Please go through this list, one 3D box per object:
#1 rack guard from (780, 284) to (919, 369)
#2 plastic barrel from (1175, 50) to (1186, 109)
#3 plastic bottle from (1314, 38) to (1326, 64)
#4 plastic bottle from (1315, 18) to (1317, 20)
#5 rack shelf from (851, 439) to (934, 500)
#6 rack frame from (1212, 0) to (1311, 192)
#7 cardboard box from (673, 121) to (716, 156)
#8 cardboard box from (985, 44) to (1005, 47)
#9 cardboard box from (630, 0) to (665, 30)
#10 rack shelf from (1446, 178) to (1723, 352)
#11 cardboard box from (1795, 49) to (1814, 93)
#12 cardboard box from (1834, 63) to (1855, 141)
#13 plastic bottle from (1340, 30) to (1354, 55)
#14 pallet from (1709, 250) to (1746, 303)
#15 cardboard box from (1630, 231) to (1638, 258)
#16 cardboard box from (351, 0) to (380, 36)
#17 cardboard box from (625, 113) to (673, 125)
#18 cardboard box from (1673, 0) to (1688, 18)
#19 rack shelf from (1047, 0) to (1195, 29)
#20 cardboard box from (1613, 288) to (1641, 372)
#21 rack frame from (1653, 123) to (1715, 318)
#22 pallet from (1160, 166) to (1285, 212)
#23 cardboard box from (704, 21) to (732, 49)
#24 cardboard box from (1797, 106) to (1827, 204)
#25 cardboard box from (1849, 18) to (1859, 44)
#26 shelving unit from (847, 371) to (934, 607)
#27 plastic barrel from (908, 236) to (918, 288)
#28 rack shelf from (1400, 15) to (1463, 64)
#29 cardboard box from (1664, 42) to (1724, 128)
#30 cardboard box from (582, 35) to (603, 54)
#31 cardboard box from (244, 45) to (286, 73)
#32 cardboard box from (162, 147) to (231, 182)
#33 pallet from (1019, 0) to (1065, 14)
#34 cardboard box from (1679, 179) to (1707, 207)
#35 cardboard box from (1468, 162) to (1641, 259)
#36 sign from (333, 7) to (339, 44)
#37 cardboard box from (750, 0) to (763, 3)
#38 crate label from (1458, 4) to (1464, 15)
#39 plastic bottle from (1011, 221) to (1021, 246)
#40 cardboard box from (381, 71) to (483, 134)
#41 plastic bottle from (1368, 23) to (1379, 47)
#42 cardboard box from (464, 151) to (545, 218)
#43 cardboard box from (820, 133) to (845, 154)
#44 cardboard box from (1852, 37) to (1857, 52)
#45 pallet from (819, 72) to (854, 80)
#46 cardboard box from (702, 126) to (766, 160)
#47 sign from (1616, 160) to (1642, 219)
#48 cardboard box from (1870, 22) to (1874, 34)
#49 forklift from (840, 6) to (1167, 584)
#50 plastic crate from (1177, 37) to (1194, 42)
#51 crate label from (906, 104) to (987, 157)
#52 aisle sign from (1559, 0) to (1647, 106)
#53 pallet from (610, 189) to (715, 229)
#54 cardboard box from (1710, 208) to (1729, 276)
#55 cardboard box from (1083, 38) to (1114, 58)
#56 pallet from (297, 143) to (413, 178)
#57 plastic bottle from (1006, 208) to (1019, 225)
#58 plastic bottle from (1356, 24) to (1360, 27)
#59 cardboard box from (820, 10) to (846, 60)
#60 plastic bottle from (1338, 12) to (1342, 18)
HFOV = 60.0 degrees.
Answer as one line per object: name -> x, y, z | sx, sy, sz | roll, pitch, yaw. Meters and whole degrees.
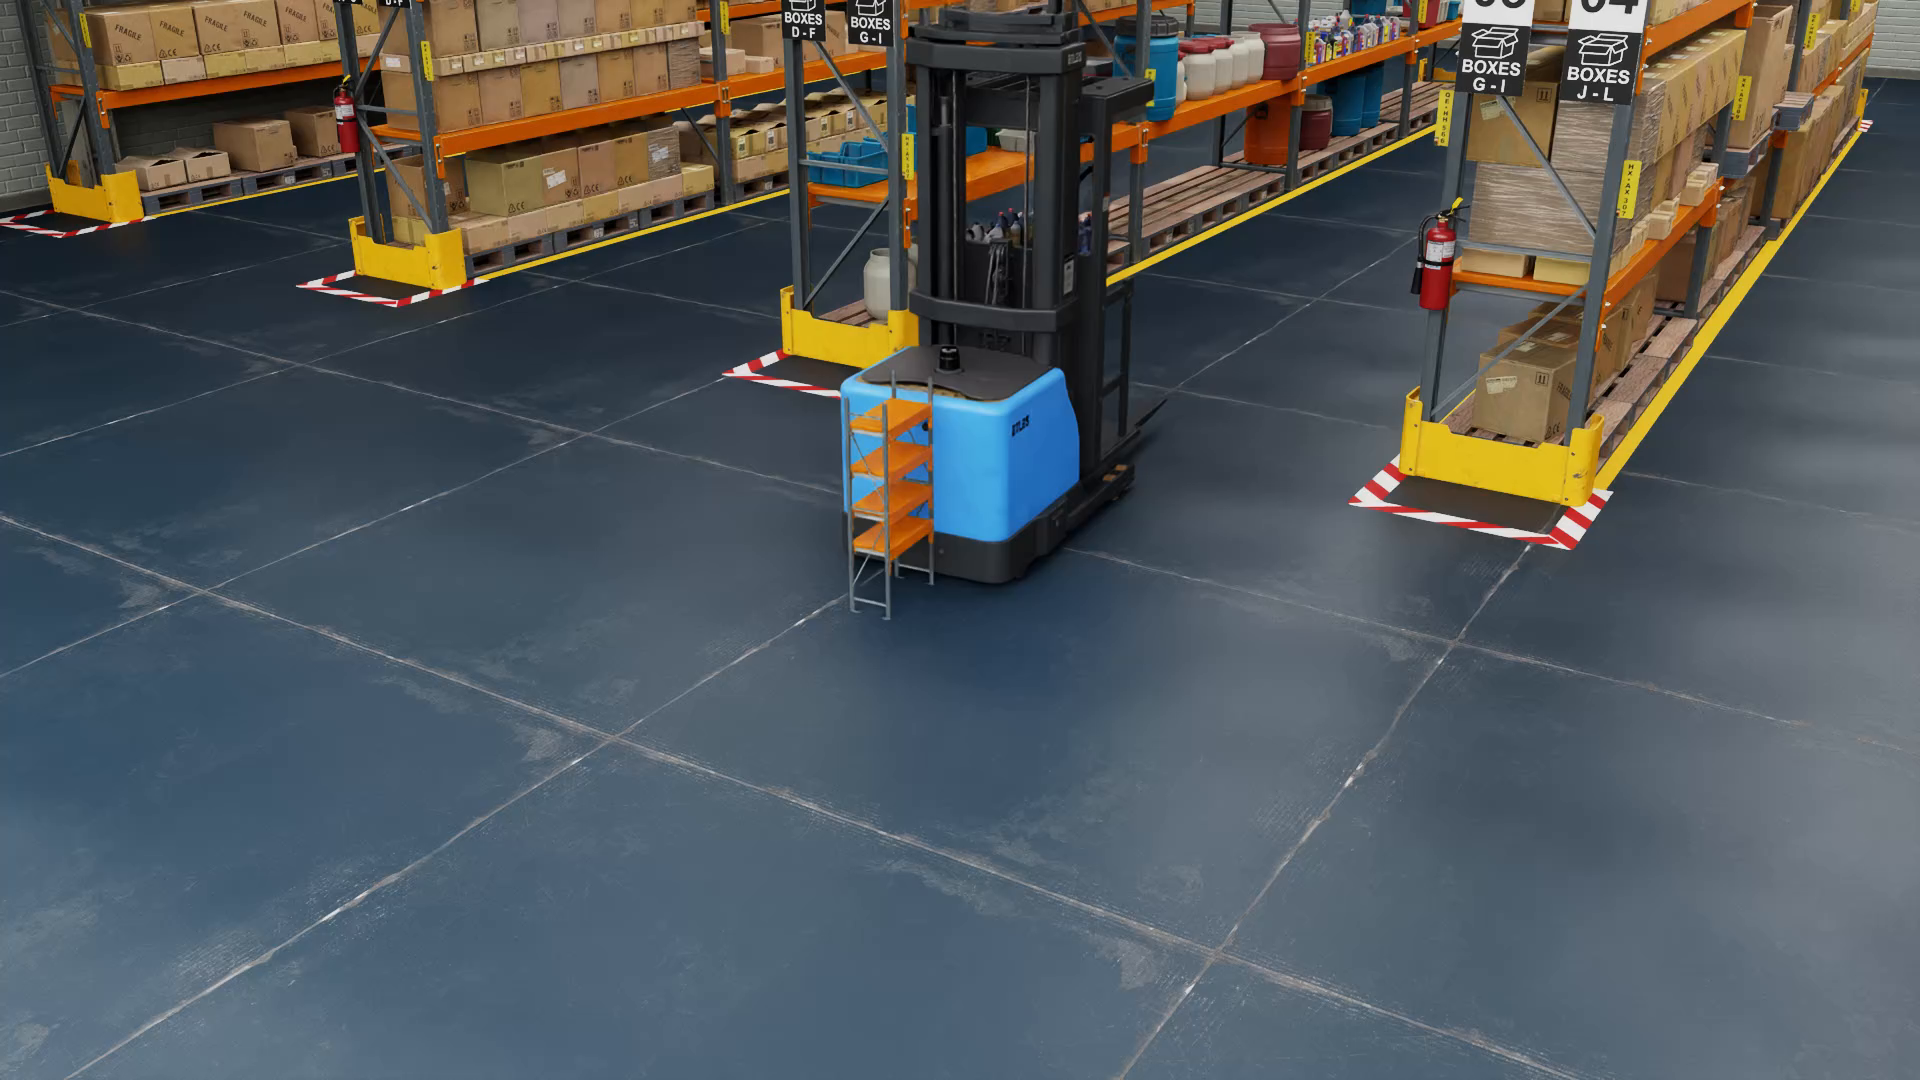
rack guard -> -0.842, -1.651, 12.935 | 1.175, 0.500, 0.348 | 14, 27, 29
plastic barrel -> 1.959, -4.452, 16.088 | 0.433, 0.535, 0.433 | 0, 23, 0
plastic bottle -> 4.125, -5.641, 19.160 | 0.152, 0.276, 0.135 | 14, 27, 29
plastic bottle -> 4.463, -6.425, 20.964 | 0.061, 0.283, 0.133 | 14, 27, 29
rack shelf -> -0.363, -0.378, 8.718 | 0.258, 0.148, 0.480 | 11, 26, 25
rack frame -> 3.378, -5.463, 18.594 | 1.000, 3.000, 0.127 | 14, 27, 29
cardboard box -> -2.968, -4.537, 18.682 | 0.500, 0.311, 0.500 | 14, 27, 29
cardboard box -> 0.292, -6.802, 23.334 | 0.500, 0.250, 0.500 | 14, 27, 29
cardboard box -> -3.433, -5.472, 16.855 | 0.700, 0.500, 0.500 | 14, 27, 29
rack shelf -> 4.421, -2.070, 11.661 | 1.077, 0.370, 4.000 | 14, 27, 29
cardboard box -> 8.073, -4.578, 16.423 | 0.500, 0.500, 0.500 | 15, 27, 30
cardboard box -> 10.586, -5.503, 20.831 | 0.875, 0.875, 0.875 | 14, 27, 29
plastic bottle -> 4.612, -5.952, 19.881 | 0.152, 0.276, 0.135 | 14, 27, 29
pallet -> 6.528, -2.472, 15.194 | 1.003, 0.211, 1.213 | 14, 27, 29
cardboard box -> 4.125, -1.906, 10.694 | 0.380, 0.149, 0.250 | 14, 27, 29
cardboard box -> -7.136, -6.249, 19.630 | 0.500, 0.500, 0.500 | 14, 27, 29
cardboard box -> -3.449, -4.336, 17.980 | 0.500, 0.500, 0.500 | 14, 27, 29
cardboard box -> 4.106, -3.317, 10.049 | 0.500, 0.250, 0.500 | 13, 27, 28
rack shelf -> 2.336, -8.197, 25.815 | 1.077, 0.370, 4.000 | 14, 27, 29
cardboard box -> 4.674, -1.573, 12.226 | 0.500, 0.500, 0.500 | 11, 26, 24
rack frame -> 5.478, -3.074, 13.076 | 0.949, 2.616, 0.053 | 14, 27, 29
pallet -> 2.936, -3.930, 18.563 | 1.003, 0.211, 1.213 | 14, 27, 29
cardboard box -> -3.628, -7.548, 25.588 | 0.750, 0.750, 0.750 | 15, 27, 31
cardboard box -> 8.444, -4.171, 17.754 | 1.225, 0.875, 0.875 | 14, 27, 29
cardboard box -> 10.432, -6.113, 19.910 | 0.500, 0.250, 0.500 | 14, 27, 29
shelving unit -> -0.362, -0.235, 8.782 | 0.258, 1.200, 0.499 | 11, 26, 25
plastic barrel -> -0.296, -2.221, 13.708 | 0.421, 0.512, 0.421 | 0, 23, 0
rack shelf -> 6.543, -7.158, 23.415 | 1.077, 0.370, 4.000 | 14, 27, 29
cardboard box -> 4.945, -3.169, 11.536 | 0.500, 0.500, 0.500 | 14, 27, 29
cardboard box -> -3.709, -4.841, 16.214 | 0.380, 0.149, 0.250 | 15, 28, 31
cardboard box -> -7.928, -5.397, 18.604 | 0.500, 0.250, 0.500 | 14, 27, 29
cardboard box -> -8.517, -4.214, 18.540 | 0.500, 0.311, 0.500 | 16, 28, 33
pallet -> 0.767, -7.517, 23.581 | 1.003, 0.211, 1.213 | 14, 27, 29
cardboard box -> 5.252, -2.564, 12.213 | 0.380, 0.149, 0.250 | 14, 27, 29
cardboard box -> 3.679, -2.087, 10.296 | 0.875, 0.500, 0.500 | 14, 27, 29
sign -> -5.502, -4.561, 14.754 | 0.100, 0.325, 0.005 | 14, 27, 29
cardboard box -> -3.244, -8.340, 25.531 | 0.380, 0.149, 0.250 | 14, 27, 29
crate label -> 7.030, -7.563, 23.700 | 0.396, 0.136, 0.243 | 14, 27, 29
plastic bottle -> 0.515, -2.803, 15.330 | 0.097, 0.271, 0.097 | 0, 23, 0
cardboard box -> -4.791, -4.003, 15.095 | 0.700, 0.500, 0.500 | 14, 27, 29
plastic bottle -> 5.096, -6.262, 20.595 | 0.152, 0.276, 0.135 | 14, 27, 29
cardboard box -> -4.314, -3.381, 15.772 | 0.500, 0.500, 0.500 | 14, 27, 29
cardboard box -> -1.704, -4.687, 19.732 | 0.500, 0.250, 0.500 | 14, 27, 30
cardboard box -> 10.683, -6.043, 20.250 | 0.380, 0.149, 0.250 | 13, 27, 28
pallet -> -2.461, -7.850, 27.617 | 1.003, 0.211, 1.213 | 14, 27, 29
cardboard box -> -2.509, -4.428, 18.429 | 0.500, 0.311, 0.500 | 14, 27, 29
sign -> 3.827, -2.009, 9.524 | 0.100, 0.325, 0.005 | 14, 27, 29
cardboard box -> 11.762, -6.733, 21.843 | 0.380, 0.149, 0.250 | 14, 27, 29
forklift -> 9.511, -0.913, 8.169 | 18.991, 2.935, 7.886 | 11, 26, 25
plastic crate -> 2.265, -5.011, 17.469 | 0.402, 0.464, 0.583 | 14, 27, 29
crate label -> -0.101, -3.457, 13.915 | 0.502, 0.435, 0.616 | 14, 27, 29
aisle sign -> 3.588, -2.834, 9.249 | 0.394, 0.787, 0.004 | 14, 27, 29
pallet -> -3.394, -3.613, 17.830 | 1.003, 0.211, 1.213 | 14, 27, 29
cardboard box -> 6.380, -2.678, 14.754 | 0.700, 0.500, 0.500 | 11, 26, 24
cardboard box -> 2.268, -7.544, 25.989 | 0.797, 0.503, 0.637 | 14, 27, 29
pallet -> -7.473, -4.675, 20.284 | 1.003, 0.211, 1.213 | 14, 27, 29
plastic bottle -> 0.489, -2.914, 15.486 | 0.144, 0.351, 0.185 | 15, 27, 30
plastic bottle -> 4.909, -6.234, 20.537 | 0.097, 0.271, 0.097 | 0, 23, 0
cardboard box -> -1.700, -5.978, 19.659 | 0.500, 0.500, 0.500 | 12, 26, 26
plastic bottle -> 4.932, -6.725, 21.656 | 0.061, 0.283, 0.133 | 14, 27, 29
